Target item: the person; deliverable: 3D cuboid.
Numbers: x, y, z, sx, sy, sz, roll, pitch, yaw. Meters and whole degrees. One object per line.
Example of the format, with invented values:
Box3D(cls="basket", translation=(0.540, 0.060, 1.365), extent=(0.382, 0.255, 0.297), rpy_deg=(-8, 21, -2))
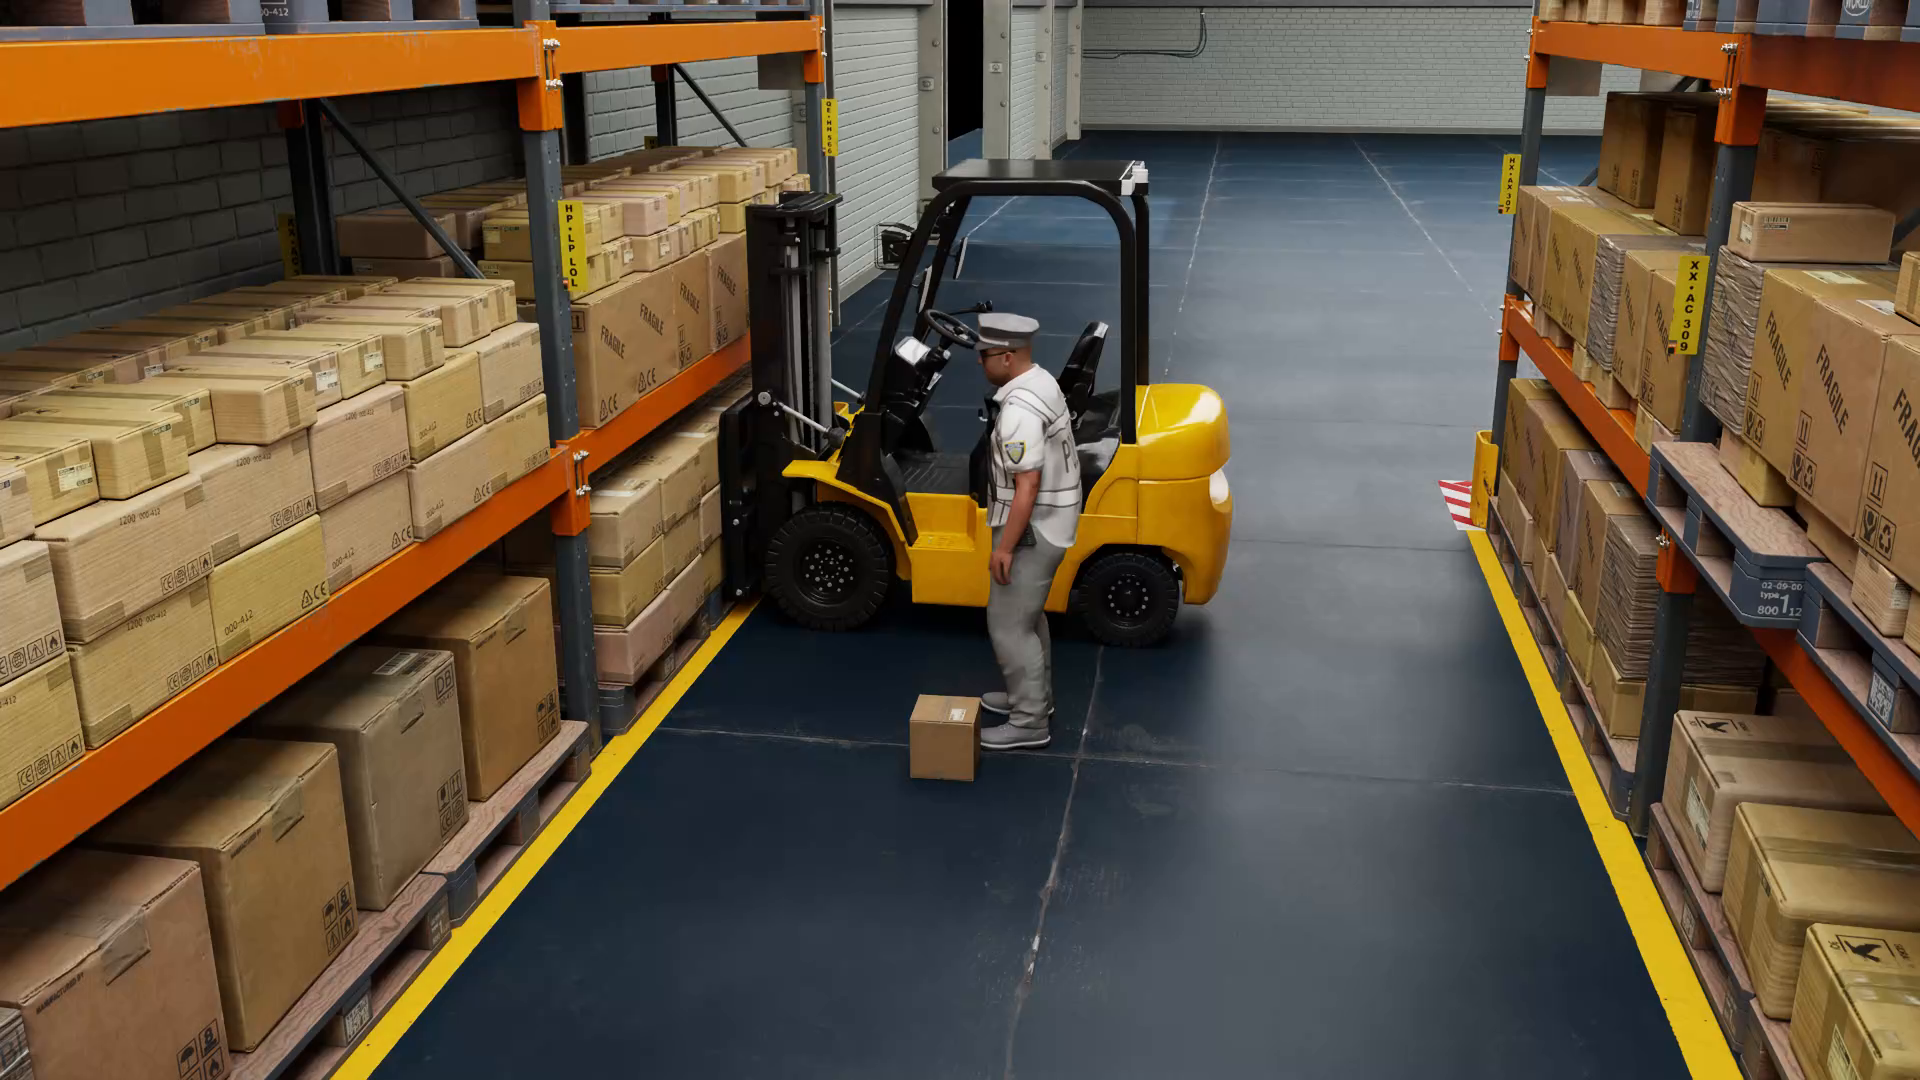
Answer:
Box3D(cls="person", translation=(0.265, -0.035, 6.648), extent=(0.434, 1.749, 0.585), rpy_deg=(3, 18, 9))
